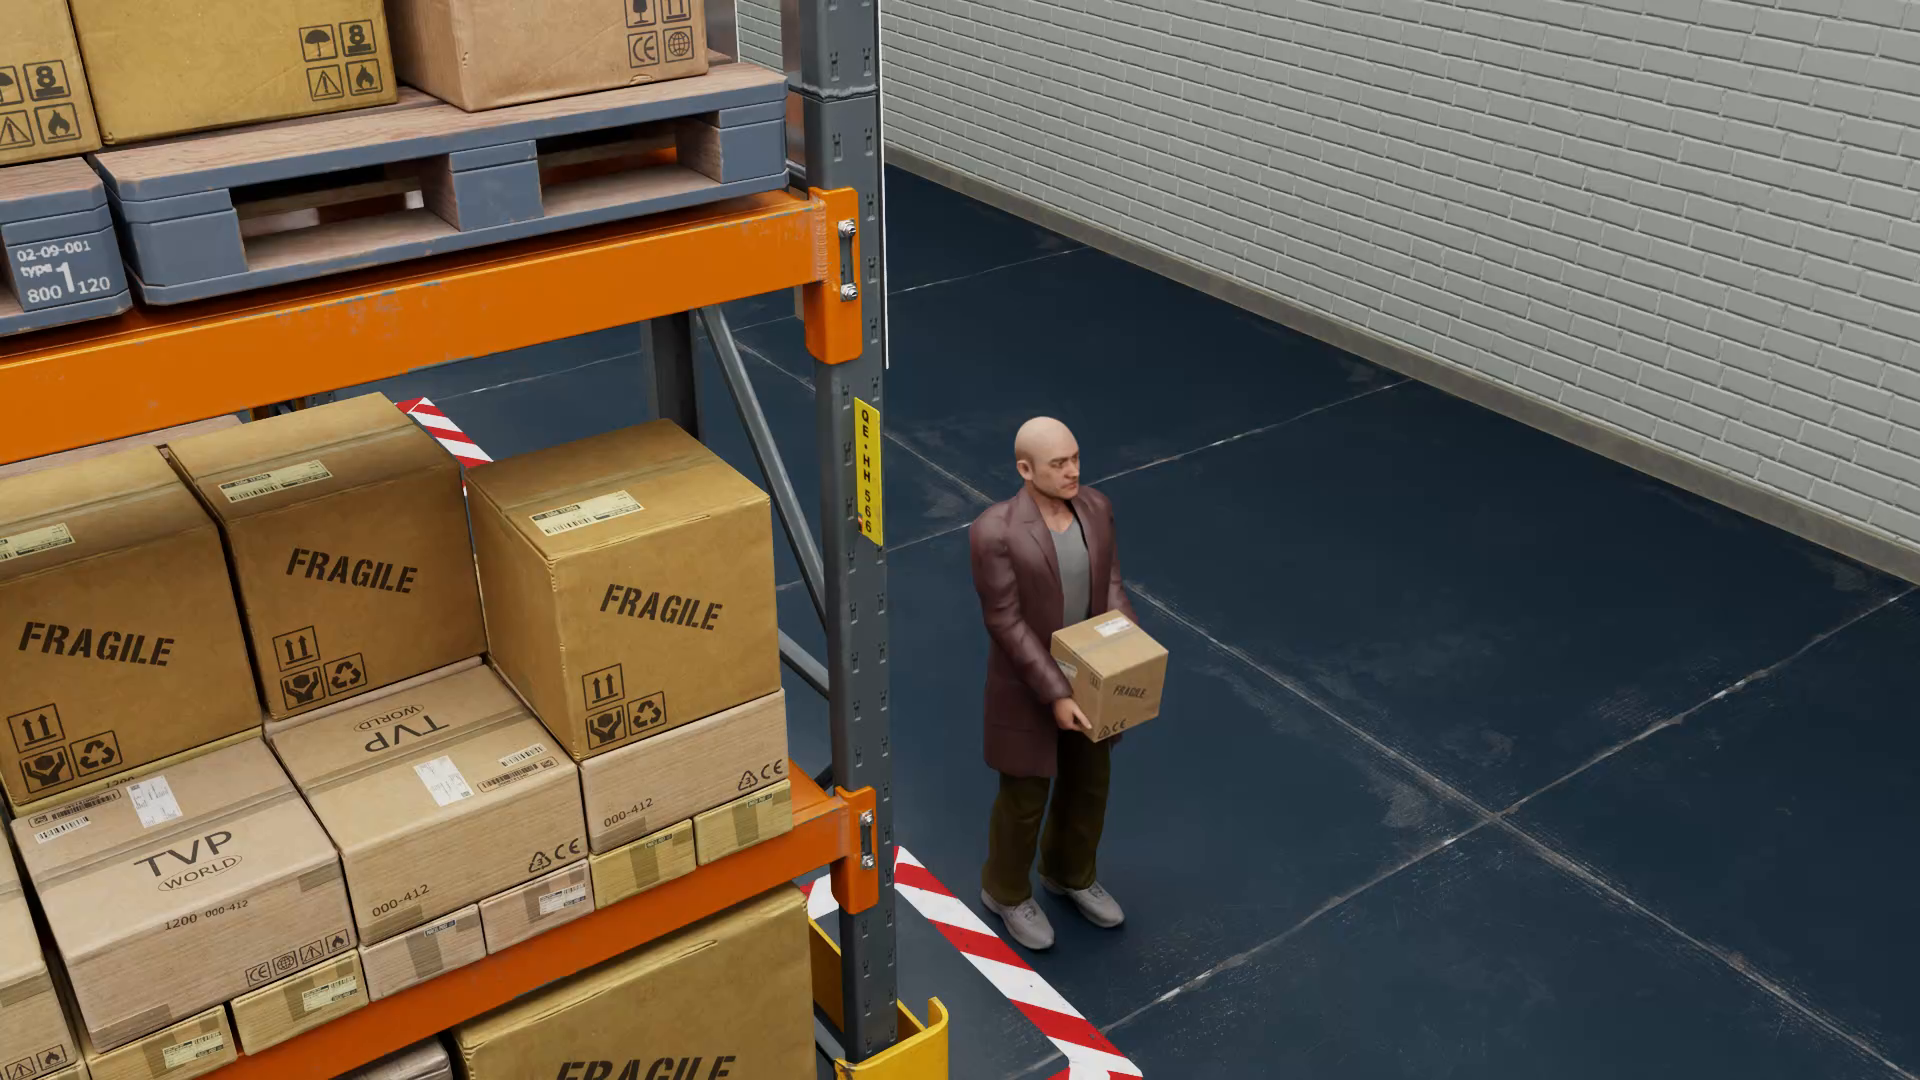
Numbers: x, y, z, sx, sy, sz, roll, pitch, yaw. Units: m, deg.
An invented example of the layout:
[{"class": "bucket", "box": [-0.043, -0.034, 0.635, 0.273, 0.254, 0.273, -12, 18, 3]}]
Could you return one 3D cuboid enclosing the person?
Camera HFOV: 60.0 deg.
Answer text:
[{"class": "person", "box": [0.343, 0.494, 5.224, 0.530, 1.770, 0.563, -18, 33, -30]}]
